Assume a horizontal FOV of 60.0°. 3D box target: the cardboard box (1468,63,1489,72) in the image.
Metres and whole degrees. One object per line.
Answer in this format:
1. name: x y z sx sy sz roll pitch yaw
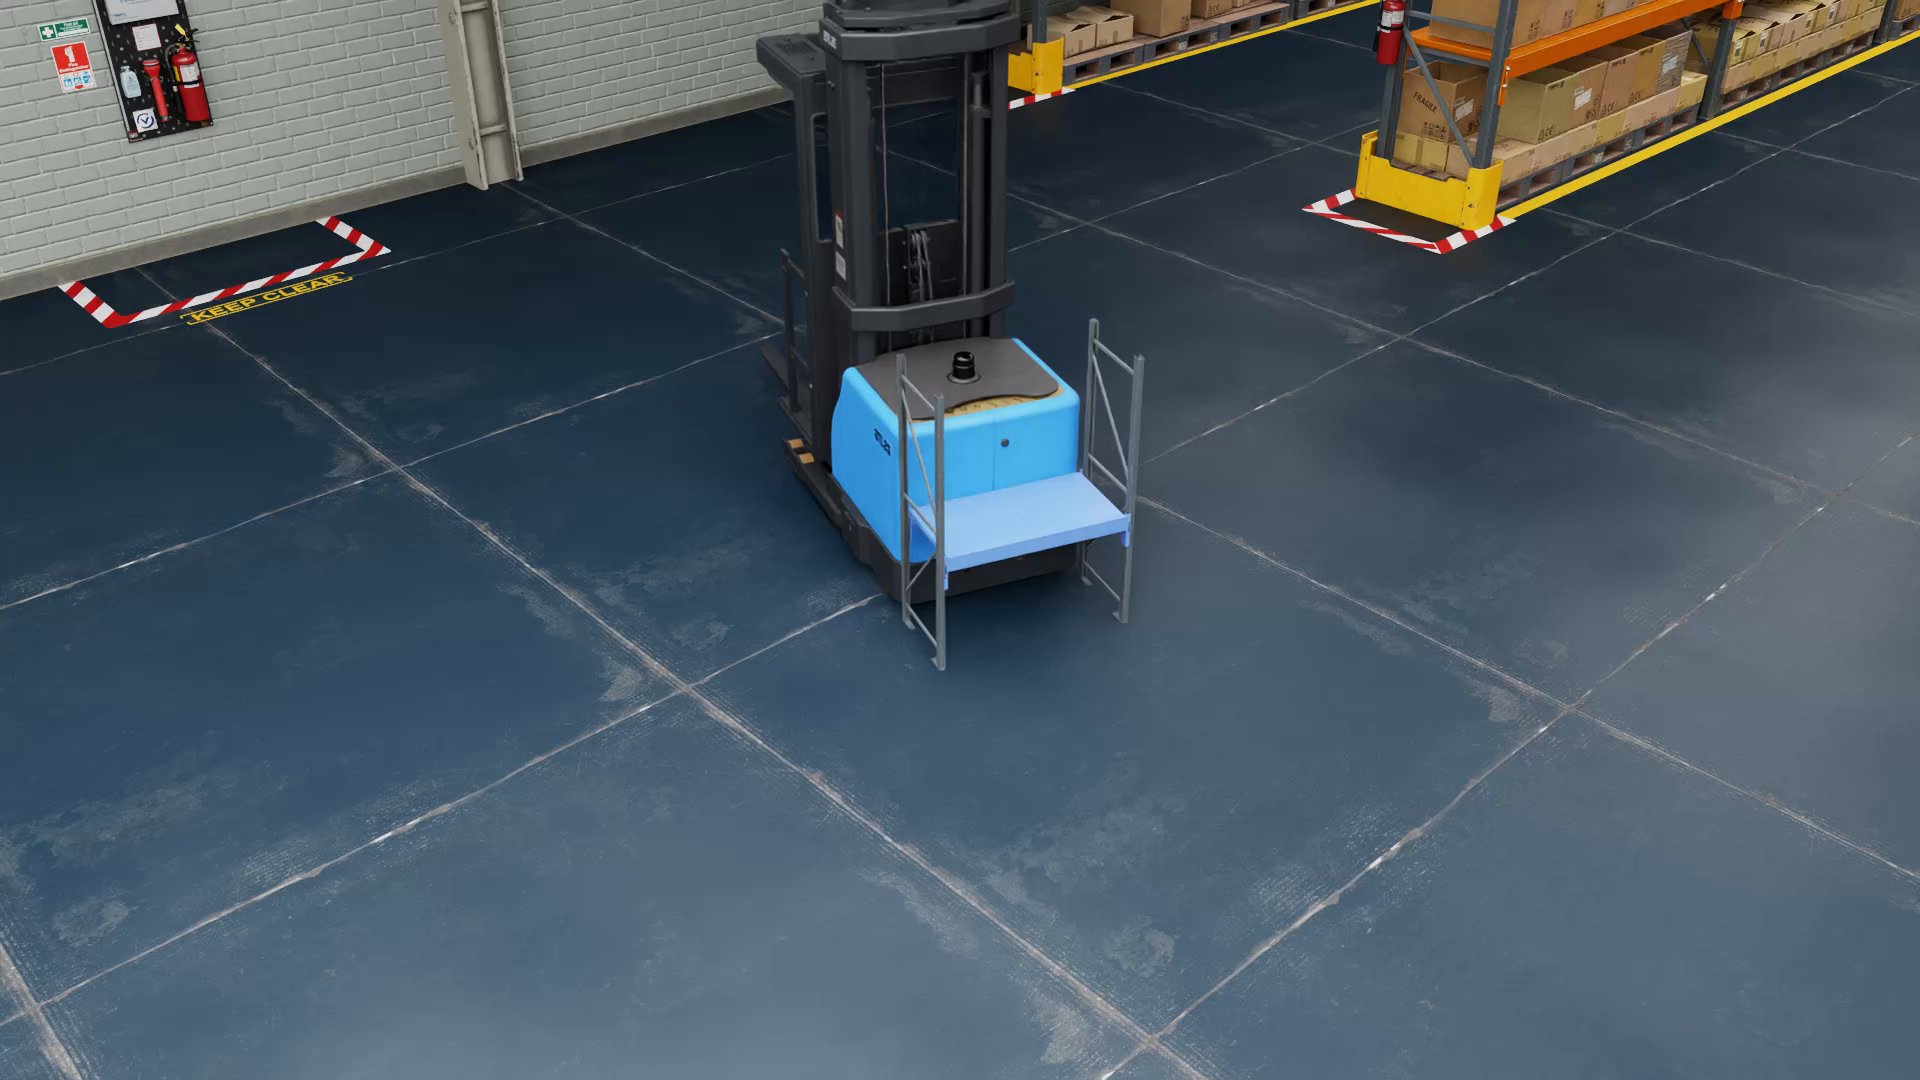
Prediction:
1. cardboard box: 4.753 -4.022 14.467 0.500 0.500 0.500 -26 40 -35

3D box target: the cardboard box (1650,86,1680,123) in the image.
1. cardboard box: 6.207 -4.035 15.207 0.500 0.250 0.500 -26 40 -35

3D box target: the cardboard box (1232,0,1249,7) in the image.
1. cardboard box: 3.029 -6.122 18.681 0.380 0.166 0.250 23 38 33

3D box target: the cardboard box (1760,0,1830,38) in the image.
1. cardboard box: 8.371 -5.293 16.727 0.500 0.311 0.500 -25 39 -34

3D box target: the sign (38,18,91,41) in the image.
1. sign: -6.311 -3.598 11.716 0.331 0.109 0.001 -26 40 -35

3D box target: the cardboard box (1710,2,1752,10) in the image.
1. cardboard box: 7.619 -5.313 16.758 0.500 0.311 0.500 -26 40 -36

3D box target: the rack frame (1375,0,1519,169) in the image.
1. rack frame: 3.839 -4.032 12.968 0.127 3.000 1.000 -26 40 -35

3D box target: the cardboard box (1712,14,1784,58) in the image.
1. cardboard box: 7.615 -4.923 16.121 0.500 0.311 0.500 -26 40 -36

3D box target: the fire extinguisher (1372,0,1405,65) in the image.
1. fire extinguisher: 3.436 -4.135 13.211 0.183 0.674 0.296 -26 40 -35

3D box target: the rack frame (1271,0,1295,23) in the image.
1. rack frame: 3.401 -7.344 18.386 0.127 3.000 1.000 -26 40 -35

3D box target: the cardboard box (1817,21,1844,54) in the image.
1. cardboard box: 8.739 -5.234 17.168 0.500 0.250 0.500 -25 39 -34

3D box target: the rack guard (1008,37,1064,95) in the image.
1. rack guard: 0.524 -4.886 16.761 0.348 0.500 1.175 -26 40 -35

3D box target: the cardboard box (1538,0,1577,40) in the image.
1. cardboard box: 4.572 -4.423 13.513 0.500 0.500 0.700 -25 39 -34

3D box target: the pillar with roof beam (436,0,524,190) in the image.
1. pillar with roof beam: -1.079 -5.289 9.274 0.400 9.000 9.100 -26 40 -35

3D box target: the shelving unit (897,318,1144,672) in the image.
1. shelving unit: 0.282 -0.220 8.171 1.048 1.500 0.538 -13 34 -20

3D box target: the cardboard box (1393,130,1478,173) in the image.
1. cardboard box: 4.031 -3.341 14.072 0.500 0.250 0.500 -26 40 -35

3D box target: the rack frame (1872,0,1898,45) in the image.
1. rack frame: 9.705 -6.870 17.609 0.127 3.000 1.000 -26 40 -35

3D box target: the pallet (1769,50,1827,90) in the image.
1. pallet: 8.181 -4.972 17.179 1.213 0.211 1.003 -26 40 -35

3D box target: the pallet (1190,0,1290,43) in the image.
1. pallet: 2.933 -5.903 18.701 1.213 0.211 1.003 -26 40 -35

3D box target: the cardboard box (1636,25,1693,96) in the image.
1. cardboard box: 6.206 -4.356 15.012 0.500 0.500 0.500 -26 40 -35

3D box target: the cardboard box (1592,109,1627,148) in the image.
1. cardboard box: 5.484 -3.675 14.617 0.500 0.250 0.500 -26 40 -35

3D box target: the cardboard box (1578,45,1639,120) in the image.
1. cardboard box: 5.485 -3.994 14.421 0.500 0.500 0.500 -26 40 -35

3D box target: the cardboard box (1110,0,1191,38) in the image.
1. cardboard box: 2.027 -5.701 17.673 0.700 0.500 0.500 26 40 36

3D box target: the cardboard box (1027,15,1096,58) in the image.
1. cardboard box: 1.037 -5.177 16.997 0.500 0.311 0.500 24 39 34

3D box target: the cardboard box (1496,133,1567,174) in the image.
1. cardboard box: 4.748 -3.322 14.040 0.500 0.250 0.500 -26 40 -35

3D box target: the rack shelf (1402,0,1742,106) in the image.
1. rack shelf: 5.305 -4.434 14.316 4.000 0.370 1.077 -26 40 -35

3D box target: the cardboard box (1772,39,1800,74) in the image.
1. cardboard box: 7.990 -4.871 16.573 0.500 0.250 0.500 -27 41 -37

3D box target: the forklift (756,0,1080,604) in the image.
1. forklift: -0.417 -1.676 9.181 1.130 2.935 3.031 -12 34 -19

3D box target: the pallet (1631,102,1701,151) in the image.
1. pallet: 6.160 -3.995 15.581 1.213 0.211 1.003 -26 40 -35

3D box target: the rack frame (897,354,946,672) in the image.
1. rack frame: -0.184 -0.114 7.998 0.032 1.500 0.500 -13 34 -20

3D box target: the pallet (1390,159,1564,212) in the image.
1. pallet: 4.371 -3.130 14.166 1.213 0.211 1.003 -26 40 -35

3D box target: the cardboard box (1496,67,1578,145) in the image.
1. cardboard box: 4.749 -3.641 13.844 0.500 0.500 0.500 -26 40 -35

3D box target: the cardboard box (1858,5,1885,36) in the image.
1. cardboard box: 9.485 -5.596 17.759 0.500 0.250 0.500 -25 39 -34

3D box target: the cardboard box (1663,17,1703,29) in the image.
1. cardboard box: 6.874 -4.949 16.164 0.500 0.311 0.500 -26 40 -35

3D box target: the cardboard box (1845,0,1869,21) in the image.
1. cardboard box: 9.112 -5.648 17.307 0.500 0.311 0.500 -27 40 -36

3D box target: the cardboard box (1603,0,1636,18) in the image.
1. cardboard box: 5.323 -4.786 14.105 0.500 0.500 0.700 -24 39 -34

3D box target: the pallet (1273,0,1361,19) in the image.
1. pallet: 3.971 -6.432 19.566 1.213 0.211 1.003 -26 40 -35

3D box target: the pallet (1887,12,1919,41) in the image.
1. pallet: 10.278 -5.930 18.746 1.213 0.211 1.003 -26 40 -35

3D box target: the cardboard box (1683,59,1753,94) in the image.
1. cardboard box: 7.236 -4.505 15.975 0.500 0.250 0.500 -27 40 -37
